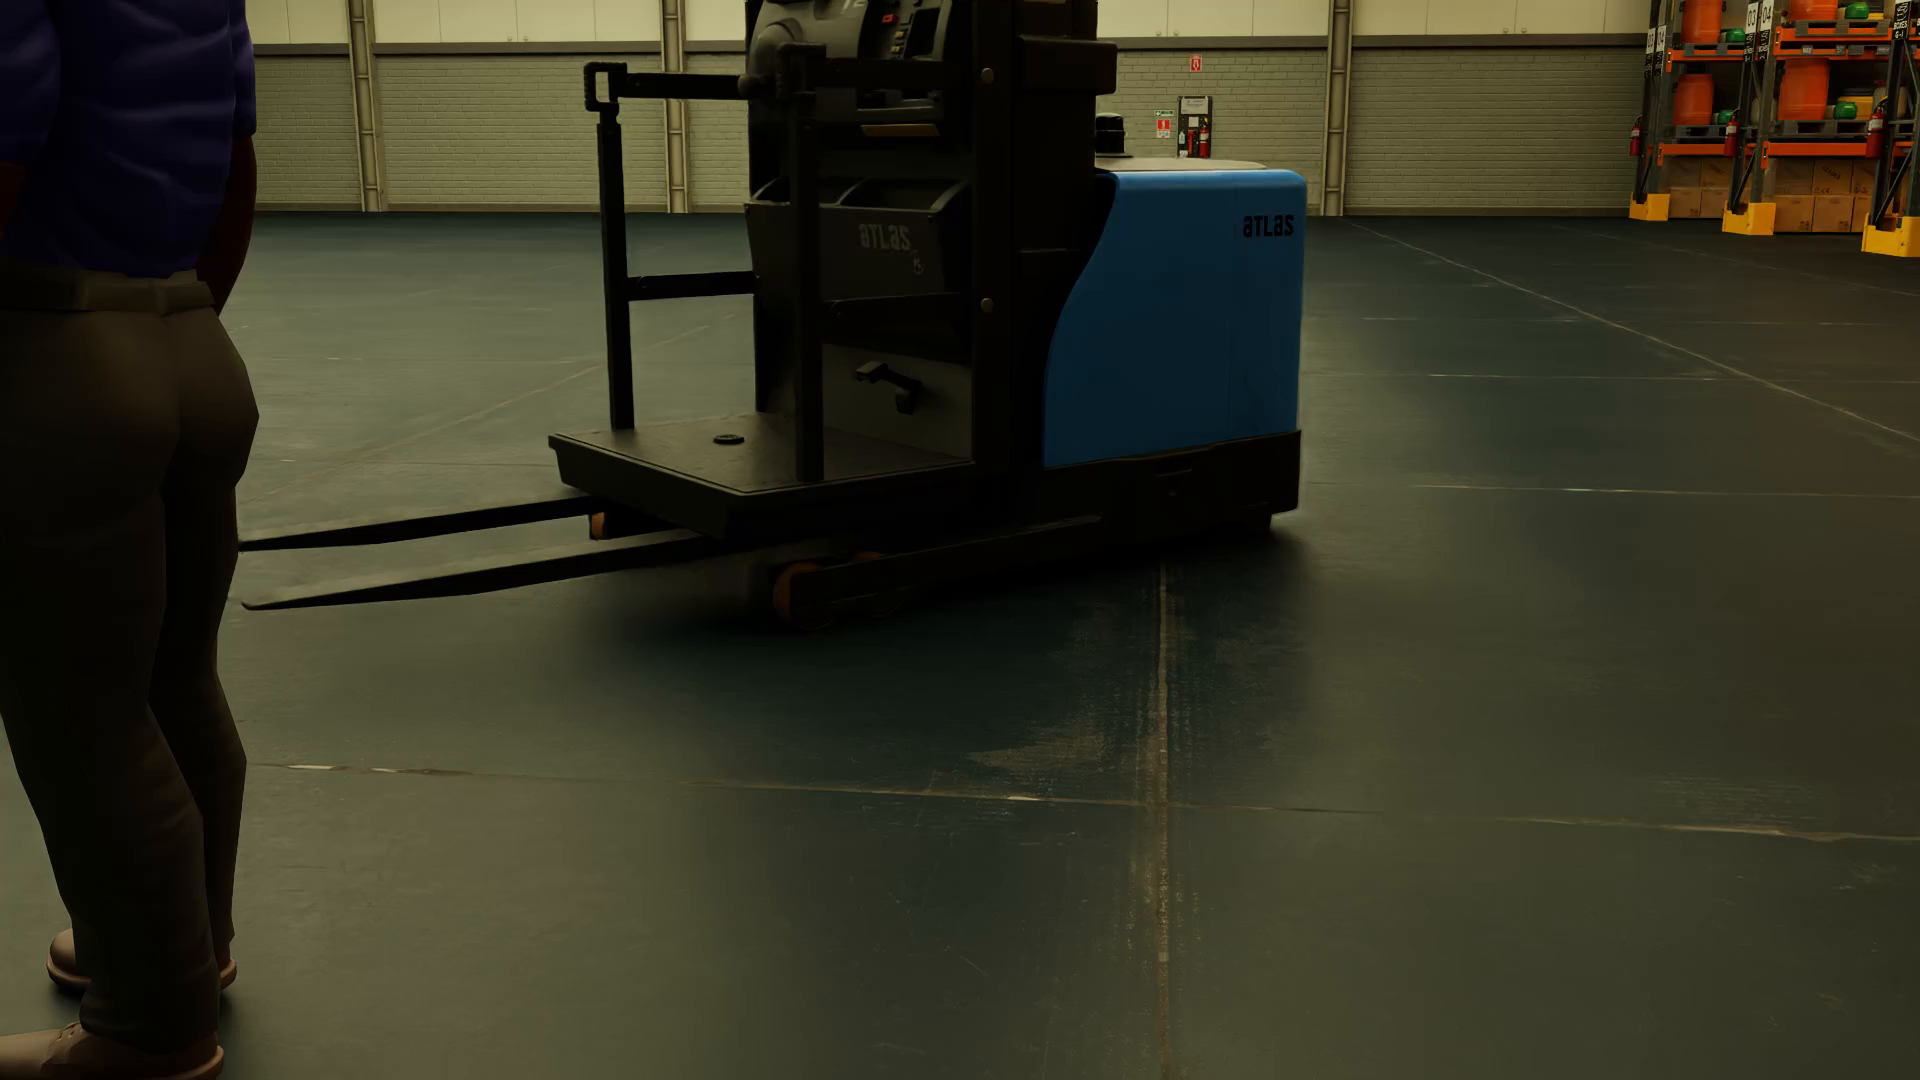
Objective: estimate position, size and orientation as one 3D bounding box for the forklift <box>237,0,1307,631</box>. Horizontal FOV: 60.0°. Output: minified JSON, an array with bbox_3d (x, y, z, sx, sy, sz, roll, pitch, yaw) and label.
[{"bbox_3d":[-0.449,-1.343,4.252,3.031,2.935,1.130,-10,16,-36],"label":"forklift"}]

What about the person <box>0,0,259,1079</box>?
[{"bbox_3d":[-1.058,-0.144,1.900,0.505,1.654,0.568,2,13,8],"label":"person"}]
